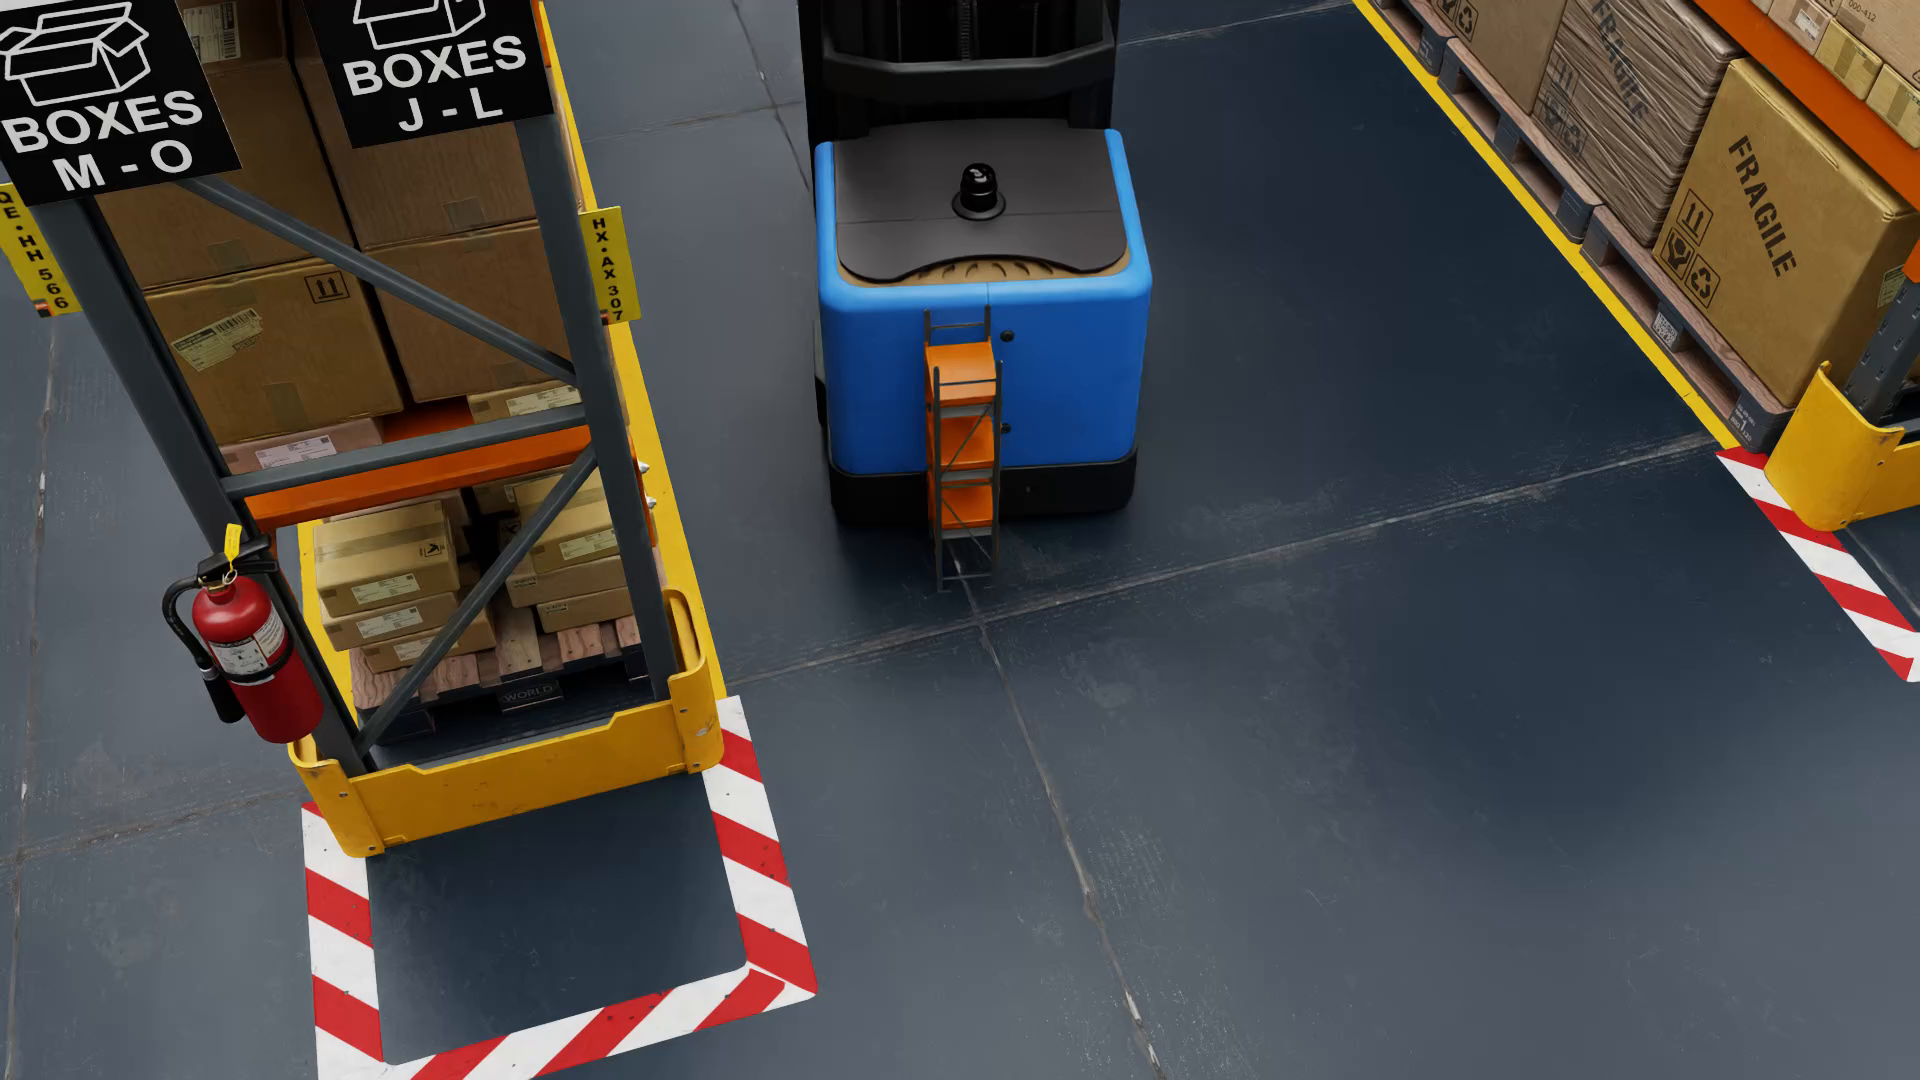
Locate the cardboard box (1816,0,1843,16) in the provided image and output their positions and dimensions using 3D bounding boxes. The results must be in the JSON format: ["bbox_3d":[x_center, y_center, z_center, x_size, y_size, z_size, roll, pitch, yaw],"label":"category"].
[{"bbox_3d":[2.915,-1.969,5.352,0.500,0.250,0.500,-14,51,-12],"label":"cardboard box"}]

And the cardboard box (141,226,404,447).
[{"bbox_3d":[-1.685,-0.607,4.040,0.500,0.500,0.500,-12,51,-10],"label":"cardboard box"}]

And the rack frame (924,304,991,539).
[{"bbox_3d":[-0.007,-0.354,5.362,0.200,1.050,0.008,-5,50,-5],"label":"rack frame"}]

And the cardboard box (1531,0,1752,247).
[{"bbox_3d":[2.927,-1.821,6.439,0.875,0.875,0.875,-13,51,-11],"label":"cardboard box"}]

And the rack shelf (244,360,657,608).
[{"bbox_3d":[-1.898,-1.438,5.471,1.077,0.370,4.000,-13,51,-11],"label":"rack shelf"}]

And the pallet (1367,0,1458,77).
[{"bbox_3d":[2.429,-2.706,7.894,1.003,0.211,1.213,-13,51,-11],"label":"pallet"}]

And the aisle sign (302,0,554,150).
[{"bbox_3d":[-0.998,-1.062,2.983,0.394,0.787,0.004,-13,51,-11],"label":"aisle sign"}]

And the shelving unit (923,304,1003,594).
[{"bbox_3d":[0.008,-0.262,5.284,0.215,1.050,0.252,-5,50,-5],"label":"shelving unit"}]

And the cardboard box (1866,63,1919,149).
[{"bbox_3d":[3.042,-1.362,5.100,0.380,0.149,0.250,-12,51,-10],"label":"cardboard box"}]

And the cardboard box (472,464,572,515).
[{"bbox_3d":[-1.333,-0.251,5.201,0.380,0.149,0.250,-12,51,-10],"label":"cardboard box"}]

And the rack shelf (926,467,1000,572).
[{"bbox_3d":[0.008,-0.076,5.505,0.215,0.259,0.240,-5,50,-5],"label":"rack shelf"}]

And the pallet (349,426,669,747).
[{"bbox_3d":[-1.535,0.033,5.584,1.003,0.211,1.213,-13,51,-11],"label":"pallet"}]

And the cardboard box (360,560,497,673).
[{"bbox_3d":[-1.661,0.237,5.178,0.380,0.149,0.250,-13,51,-10],"label":"cardboard box"}]

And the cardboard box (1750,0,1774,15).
[{"bbox_3d":[2.817,-1.918,5.569,0.380,0.149,0.250,-13,51,-10],"label":"cardboard box"}]

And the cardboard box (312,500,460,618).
[{"bbox_3d":[-1.705,0.053,4.944,0.380,0.149,0.250,-13,51,-11],"label":"cardboard box"}]

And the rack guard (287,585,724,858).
[{"bbox_3d":[-1.329,0.541,4.967,1.175,0.500,0.348,-13,51,-11],"label":"rack guard"}]

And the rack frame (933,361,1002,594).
[{"bbox_3d":[0.023,-0.169,5.206,0.200,1.050,0.008,-5,50,-5],"label":"rack frame"}]

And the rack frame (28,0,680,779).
[{"bbox_3d":[-1.306,-0.209,3.964,1.000,3.000,0.127,-13,51,-11],"label":"rack frame"}]

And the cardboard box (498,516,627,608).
[{"bbox_3d":[-1.216,0.038,5.152,0.380,0.149,0.250,-11,51,-9],"label":"cardboard box"}]

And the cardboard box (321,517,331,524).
[{"bbox_3d":[-1.890,-0.222,5.370,0.380,0.149,0.250,-15,52,-12],"label":"cardboard box"}]

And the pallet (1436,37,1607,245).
[{"bbox_3d":[2.793,-1.814,7.141,1.003,0.211,1.213,-13,51,-11],"label":"pallet"}]

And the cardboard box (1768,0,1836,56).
[{"bbox_3d":[2.890,-1.736,5.415,0.380,0.149,0.250,-13,51,-11],"label":"cardboard box"}]

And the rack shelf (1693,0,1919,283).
[{"bbox_3d":[2.870,-2.486,6.354,1.077,0.370,4.000,-13,51,-11],"label":"rack shelf"}]

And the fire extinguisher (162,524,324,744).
[{"bbox_3d":[-1.673,0.224,3.894,0.296,0.674,0.183,-13,51,-11],"label":"fire extinguisher"}]

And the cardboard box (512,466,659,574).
[{"bbox_3d":[-1.137,-0.077,5.054,0.380,0.149,0.250,-15,52,-13],"label":"cardboard box"}]

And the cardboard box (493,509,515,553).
[{"bbox_3d":[-1.311,-0.053,5.423,0.380,0.149,0.250,-13,51,-11],"label":"cardboard box"}]

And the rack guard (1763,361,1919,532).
[{"bbox_3d":[3.469,-0.434,5.789,1.175,0.500,0.348,-13,51,-11],"label":"rack guard"}]

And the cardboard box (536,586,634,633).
[{"bbox_3d":[-1.155,0.119,5.278,0.380,0.149,0.250,-12,51,-10],"label":"cardboard box"}]

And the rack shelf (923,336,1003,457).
[{"bbox_3d":[0.008,-0.438,5.075,0.215,0.259,0.240,-5,50,-5],"label":"rack shelf"}]

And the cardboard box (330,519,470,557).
[{"bbox_3d":[-1.761,-0.046,5.222,0.380,0.149,0.250,-14,51,-12],"label":"cardboard box"}]

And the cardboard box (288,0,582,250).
[{"bbox_3d":[-1.185,-1.048,3.757,0.500,0.500,0.500,-14,51,-11],"label":"cardboard box"}]

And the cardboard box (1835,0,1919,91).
[{"bbox_3d":[3.065,-1.598,5.039,0.500,0.250,0.500,-14,51,-12],"label":"cardboard box"}]

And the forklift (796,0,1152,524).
[{"bbox_3d":[-0.022,-2.131,5.629,1.130,2.935,3.031,-3,50,-3],"label":"forklift"}]

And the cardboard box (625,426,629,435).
[{"bbox_3d":[-1.362,-0.445,5.753,0.380,0.149,0.250,-13,51,-11],"label":"cardboard box"}]

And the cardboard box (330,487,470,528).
[{"bbox_3d":[-1.724,-0.143,5.110,0.380,0.149,0.250,-12,51,-10],"label":"cardboard box"}]

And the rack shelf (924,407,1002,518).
[{"bbox_3d":[0.008,-0.255,5.292,0.215,0.259,0.240,-5,50,-5],"label":"rack shelf"}]

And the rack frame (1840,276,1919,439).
[{"bbox_3d":[3.462,-1.257,4.848,1.000,3.000,0.127,-13,51,-11],"label":"rack frame"}]

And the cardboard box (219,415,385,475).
[{"bbox_3d":[-1.673,-0.302,4.207,0.380,0.149,0.250,-13,51,-11],"label":"cardboard box"}]

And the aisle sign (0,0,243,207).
[{"bbox_3d":[-1.571,-0.926,2.868,0.394,0.787,0.004,-13,51,-11],"label":"aisle sign"}]

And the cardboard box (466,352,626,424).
[{"bbox_3d":[-1.089,-0.439,4.322,0.380,0.149,0.250,-14,51,-11],"label":"cardboard box"}]

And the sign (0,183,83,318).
[{"bbox_3d":[-1.842,-0.573,3.307,0.100,0.325,0.005,-13,51,-11],"label":"sign"}]

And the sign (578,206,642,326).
[{"bbox_3d":[-0.788,-0.611,3.737,0.100,0.325,0.005,-13,51,-11],"label":"sign"}]

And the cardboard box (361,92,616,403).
[{"bbox_3d":[-1.175,-0.728,4.142,0.500,0.500,0.500,-11,51,-9],"label":"cardboard box"}]

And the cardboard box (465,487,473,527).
[{"bbox_3d":[-1.830,-0.140,5.496,0.380,0.149,0.250,-14,51,-11],"label":"cardboard box"}]

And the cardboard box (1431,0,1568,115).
[{"bbox_3d":[2.664,-2.471,6.987,0.875,0.875,0.875,-13,51,-11],"label":"cardboard box"}]

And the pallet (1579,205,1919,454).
[{"bbox_3d":[3.150,-0.924,6.391,1.003,0.211,1.213,-13,51,-11],"label":"pallet"}]

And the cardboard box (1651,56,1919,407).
[{"bbox_3d":[3.196,-1.157,5.878,0.875,0.875,0.875,-13,51,-11],"label":"cardboard box"}]

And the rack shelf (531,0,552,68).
[{"bbox_3d":[-1.898,-2.405,4.324,1.077,0.370,4.000,-13,51,-11],"label":"rack shelf"}]

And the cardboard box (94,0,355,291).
[{"bbox_3d":[-1.679,-0.938,3.665,0.500,0.500,0.500,-14,51,-12],"label":"cardboard box"}]

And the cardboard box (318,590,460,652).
[{"bbox_3d":[-1.735,0.157,5.051,0.380,0.149,0.250,-15,51,-12],"label":"cardboard box"}]

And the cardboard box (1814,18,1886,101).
[{"bbox_3d":[2.963,-1.551,5.260,0.380,0.149,0.250,-13,51,-11],"label":"cardboard box"}]

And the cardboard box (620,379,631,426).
[{"bbox_3d":[-1.285,-0.464,5.380,0.380,0.149,0.250,-13,51,-11],"label":"cardboard box"}]

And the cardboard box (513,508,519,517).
[{"bbox_3d":[-1.243,-0.175,5.331,0.380,0.149,0.250,-14,51,-11],"label":"cardboard box"}]
